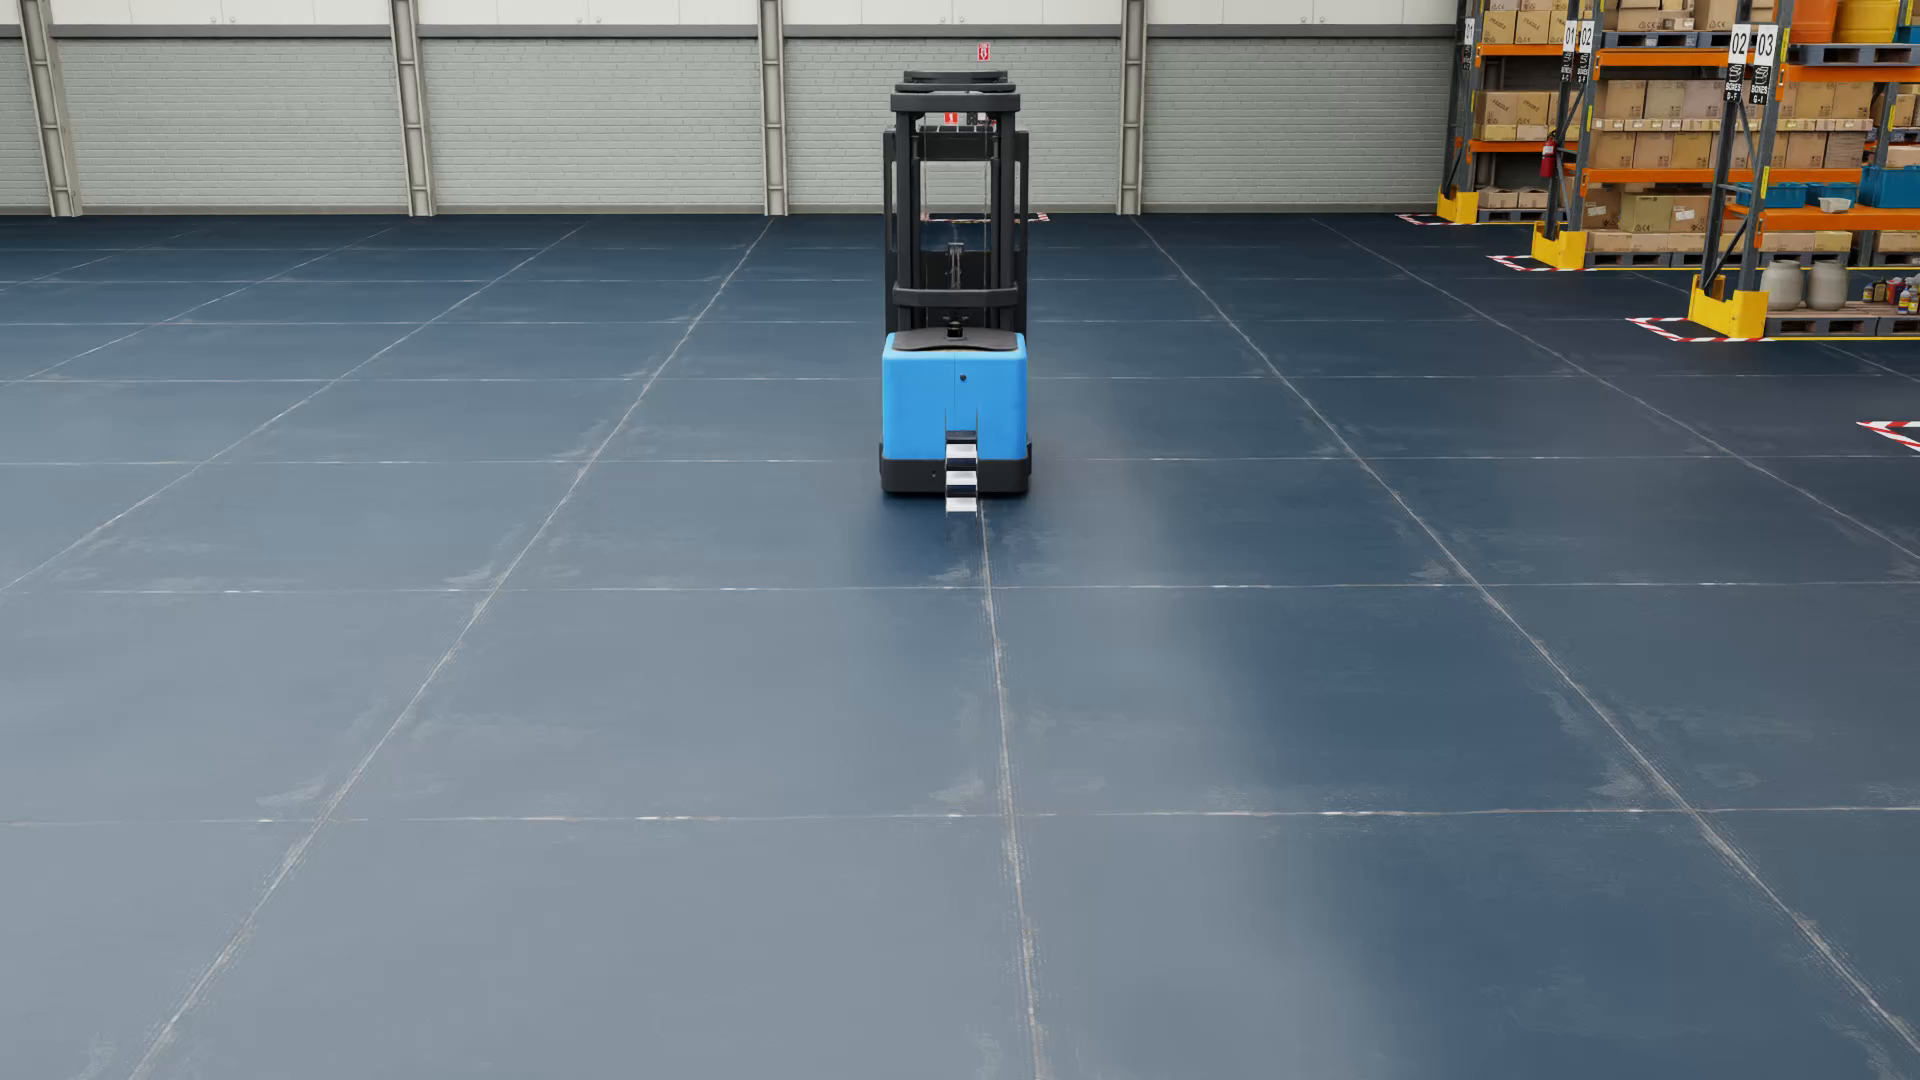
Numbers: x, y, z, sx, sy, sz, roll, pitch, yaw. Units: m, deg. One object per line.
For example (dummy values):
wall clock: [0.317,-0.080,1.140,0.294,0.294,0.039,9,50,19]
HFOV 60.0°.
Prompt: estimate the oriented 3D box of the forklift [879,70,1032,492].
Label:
forklift: [-0.029,-2.130,12.890,1.130,2.935,3.031,0,18,0]

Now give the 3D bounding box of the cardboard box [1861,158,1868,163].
cardboard box: [14.899,-6.186,27.564,0.500,0.250,0.500,0,18,0]

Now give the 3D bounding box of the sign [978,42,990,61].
sign: [0.396,-8.146,27.736,0.199,0.298,0.001,0,18,-1]

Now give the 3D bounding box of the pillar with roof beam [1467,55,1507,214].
pillar with roof beam: [8.944,-8.583,23.072,0.400,9.000,9.100,0,18,-1]

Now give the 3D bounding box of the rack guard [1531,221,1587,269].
rack guard: [8.248,-4.070,22.918,0.348,0.500,1.175,0,18,-1]

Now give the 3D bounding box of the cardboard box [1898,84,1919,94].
cardboard box: [15.523,-7.361,27.139,0.250,0.149,0.380,-3,18,-10]

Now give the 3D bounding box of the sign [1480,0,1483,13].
sign: [8.198,-8.452,26.144,0.005,0.325,0.100,0,18,-1]

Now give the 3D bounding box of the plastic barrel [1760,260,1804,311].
plastic barrel: [9.003,-2.790,18.219,0.421,0.512,0.421,0,18,0]

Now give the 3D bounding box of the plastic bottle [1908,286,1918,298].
plastic bottle: [10.587,-2.723,18.487,0.097,0.201,0.097,0,18,0]

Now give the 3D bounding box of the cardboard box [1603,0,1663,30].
cardboard box: [8.846,-7.006,21.982,0.637,0.503,0.797,1,18,3]

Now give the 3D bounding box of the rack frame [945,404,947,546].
rack frame: [-0.094,-0.428,10.909,0.006,0.900,0.240,0,18,-1]

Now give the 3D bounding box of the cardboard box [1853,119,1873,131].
cardboard box: [12.003,-5.570,22.274,0.250,0.149,0.380,0,18,-1]

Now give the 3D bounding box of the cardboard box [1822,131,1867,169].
cardboard box: [11.828,-5.324,22.569,0.500,0.500,0.700,-1,18,-2]

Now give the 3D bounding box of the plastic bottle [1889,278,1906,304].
plastic bottle: [10.430,-2.767,18.489,0.133,0.283,0.061,0,18,-1]

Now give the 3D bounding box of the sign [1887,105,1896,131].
sign: [12.282,-5.560,21.924,0.005,0.325,0.100,0,18,-1]

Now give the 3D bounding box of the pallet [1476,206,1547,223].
pallet: [9.079,-5.439,27.658,1.213,0.211,1.003,0,18,-1]

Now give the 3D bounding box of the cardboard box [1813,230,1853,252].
cardboard box: [11.811,-4.102,22.737,0.500,0.250,0.500,0,18,-1]

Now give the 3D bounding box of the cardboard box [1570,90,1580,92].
cardboard box: [10.182,-7.142,27.385,0.500,0.500,0.500,0,18,0]

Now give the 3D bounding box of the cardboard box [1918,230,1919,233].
cardboard box: [13.189,-4.364,22.638,0.500,0.311,0.500,0,18,-2]

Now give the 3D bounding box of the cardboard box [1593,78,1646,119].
cardboard box: [8.792,-5.925,22.319,0.500,0.500,0.700,0,18,-1]

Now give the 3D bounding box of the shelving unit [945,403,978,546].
shelving unit: [0.008,-0.429,10.910,0.210,0.900,0.258,0,18,-1]

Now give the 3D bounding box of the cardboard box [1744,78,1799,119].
cardboard box: [10.822,-5.936,22.355,0.500,0.500,0.700,0,18,-1]

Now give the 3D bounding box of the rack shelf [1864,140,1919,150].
rack shelf: [14.189,-6.460,27.453,4.000,0.370,1.077,0,18,-1]

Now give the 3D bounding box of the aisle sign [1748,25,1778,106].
aisle sign: [8.279,-4.896,17.143,0.004,0.787,0.394,0,18,-1]

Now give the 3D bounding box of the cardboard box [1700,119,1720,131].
cardboard box: [9.955,-5.560,22.244,0.250,0.149,0.380,-1,18,-2]

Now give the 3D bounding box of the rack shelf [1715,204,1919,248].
rack shelf: [10.346,-3.415,17.960,4.000,0.370,1.077,0,18,-1]

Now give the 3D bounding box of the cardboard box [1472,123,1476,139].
cardboard box: [8.654,-6.773,27.464,0.500,0.250,0.500,0,18,0]

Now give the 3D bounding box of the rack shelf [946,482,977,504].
rack shelf: [0.008,-0.311,10.948,0.200,0.077,0.258,0,18,-1]

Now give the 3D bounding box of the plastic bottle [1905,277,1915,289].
plastic bottle: [10.567,-2.797,18.594,0.135,0.276,0.152,-1,18,-2]

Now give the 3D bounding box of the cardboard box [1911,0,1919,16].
cardboard box: [12.889,-7.185,21.954,0.500,0.500,0.500,0,18,0]

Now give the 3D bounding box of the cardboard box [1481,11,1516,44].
cardboard box: [8.528,-8.184,26.543,0.500,0.500,0.500,0,18,1]

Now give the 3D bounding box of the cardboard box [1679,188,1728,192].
cardboard box: [10.303,-4.613,23.104,0.500,0.500,0.500,0,18,-1]

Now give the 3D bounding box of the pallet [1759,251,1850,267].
pallet: [11.475,-3.961,23.050,1.213,0.211,1.003,0,18,-1]

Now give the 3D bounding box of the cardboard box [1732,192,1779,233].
cardboard box: [10.811,-4.456,22.615,0.500,0.500,0.500,0,18,-1]

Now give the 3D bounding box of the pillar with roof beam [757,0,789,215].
pillar with roof beam: [-3.055,-8.525,22.891,0.400,9.000,9.100,0,18,-1]

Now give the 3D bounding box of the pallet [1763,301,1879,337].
pallet: [9.234,-2.437,18.299,1.213,0.211,1.003,0,18,-1]

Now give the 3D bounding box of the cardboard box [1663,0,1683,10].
cardboard box: [11.142,-8.663,26.400,0.500,0.500,0.500,1,18,2]

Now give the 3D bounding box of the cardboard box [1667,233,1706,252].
cardboard box: [9.811,-4.092,22.707,0.500,0.250,0.500,0,18,-1]

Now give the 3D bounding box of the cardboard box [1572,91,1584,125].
cardboard box: [10.199,-6.985,26.898,0.500,0.500,0.500,0,18,1]

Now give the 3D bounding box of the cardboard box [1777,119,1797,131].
cardboard box: [10.985,-5.565,22.261,0.250,0.149,0.380,0,18,-1]

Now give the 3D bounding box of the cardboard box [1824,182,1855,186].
cardboard box: [14.456,-5.834,27.696,0.500,0.500,0.700,0,18,-1]

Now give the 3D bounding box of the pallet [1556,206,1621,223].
pallet: [10.295,-5.444,27.674,1.213,0.211,1.003,0,18,-1]

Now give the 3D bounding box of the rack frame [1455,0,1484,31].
rack frame: [8.190,-9.630,26.336,0.127,3.000,1.000,0,18,-1]

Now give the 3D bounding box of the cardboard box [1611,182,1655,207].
cardboard box: [11.152,-5.795,27.574,0.500,0.500,0.500,-2,18,-5]

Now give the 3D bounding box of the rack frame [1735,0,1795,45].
rack frame: [8.346,-6.605,16.904,0.127,3.000,1.000,0,18,-1]

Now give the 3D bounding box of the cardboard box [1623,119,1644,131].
cardboard box: [8.931,-5.555,22.229,0.250,0.149,0.380,-1,18,-2]

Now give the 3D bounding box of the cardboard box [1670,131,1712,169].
cardboard box: [9.760,-5.311,22.530,0.500,0.500,0.700,0,18,0]

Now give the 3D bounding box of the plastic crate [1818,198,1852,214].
plastic crate: [9.246,-3.528,17.568,0.250,0.136,0.298,0,18,-1]
